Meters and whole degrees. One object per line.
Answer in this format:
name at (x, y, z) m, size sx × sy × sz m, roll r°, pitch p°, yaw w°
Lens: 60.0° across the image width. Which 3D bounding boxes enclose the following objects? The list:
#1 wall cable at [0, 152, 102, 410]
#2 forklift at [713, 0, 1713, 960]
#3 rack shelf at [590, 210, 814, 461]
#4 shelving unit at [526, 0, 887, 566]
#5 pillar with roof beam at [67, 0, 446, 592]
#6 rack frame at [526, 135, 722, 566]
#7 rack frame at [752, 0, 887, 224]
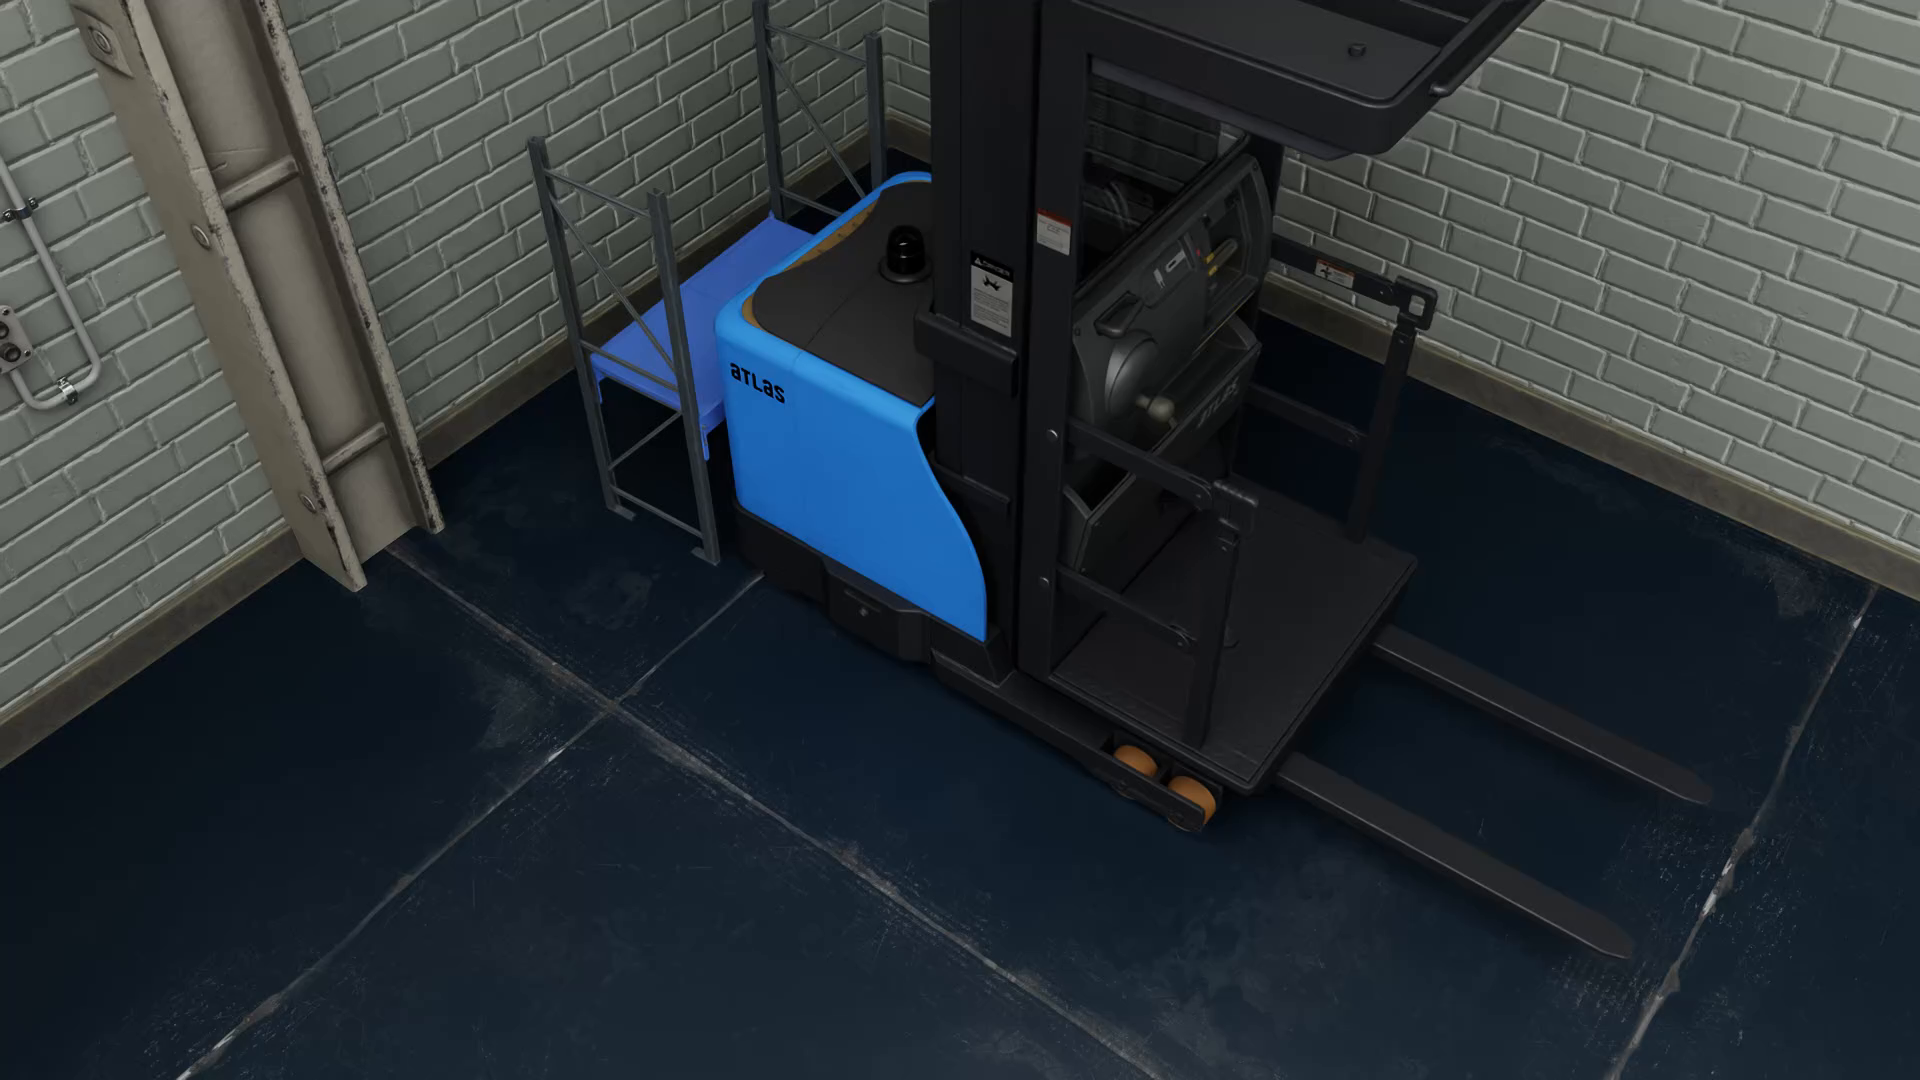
wall cable at (-2.963, -0.615, 3.560) m, size 0.084 × 1.984 × 1.851 m, roll 29°, pitch 53°, yaw 25°
forklift at (0.739, -0.592, 4.289) m, size 3.031 × 2.935 × 1.130 m, roll 28°, pitch 52°, yaw 24°
rack shelf at (-0.744, -0.719, 5.648) m, size 0.538 × 0.185 × 1.000 m, roll 26°, pitch 52°, yaw 23°
shelving unit at (-0.744, -0.843, 5.518) m, size 0.538 × 1.500 × 1.048 m, roll 26°, pitch 52°, yaw 23°
pillar with roof beam at (1.375, -1.209, 0.682) m, size 9.100 × 9.000 × 0.400 m, roll 29°, pitch 53°, yaw 25°
rack frame at (-1.030, -0.539, 5.228) m, size 0.500 × 1.500 × 0.032 m, roll 26°, pitch 52°, yaw 23°
rack frame at (-0.459, -1.147, 5.809) m, size 0.500 × 1.500 × 0.032 m, roll 26°, pitch 52°, yaw 23°
